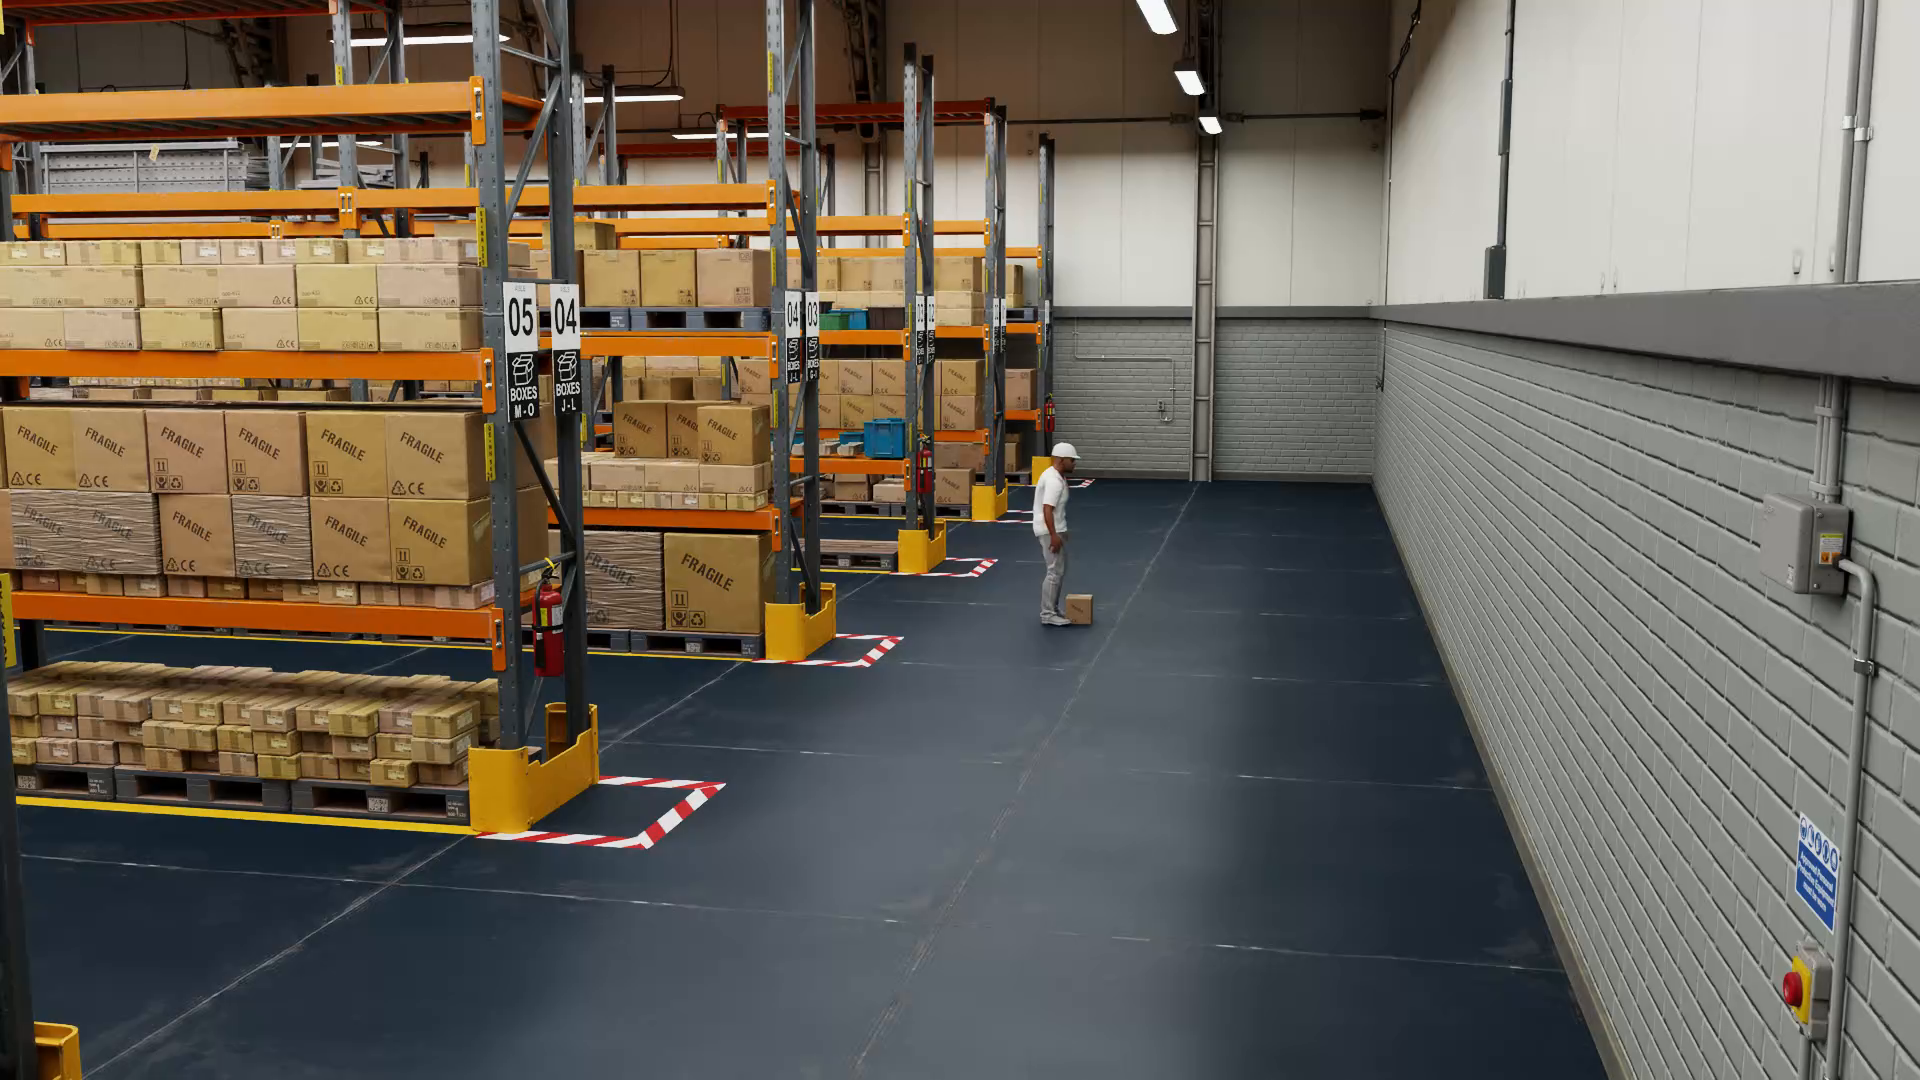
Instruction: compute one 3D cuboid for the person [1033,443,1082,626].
[{"bbox_3d":[0.949,-0.072,16.263,0.461,1.761,0.628,2,8,11],"label":"person"}]
